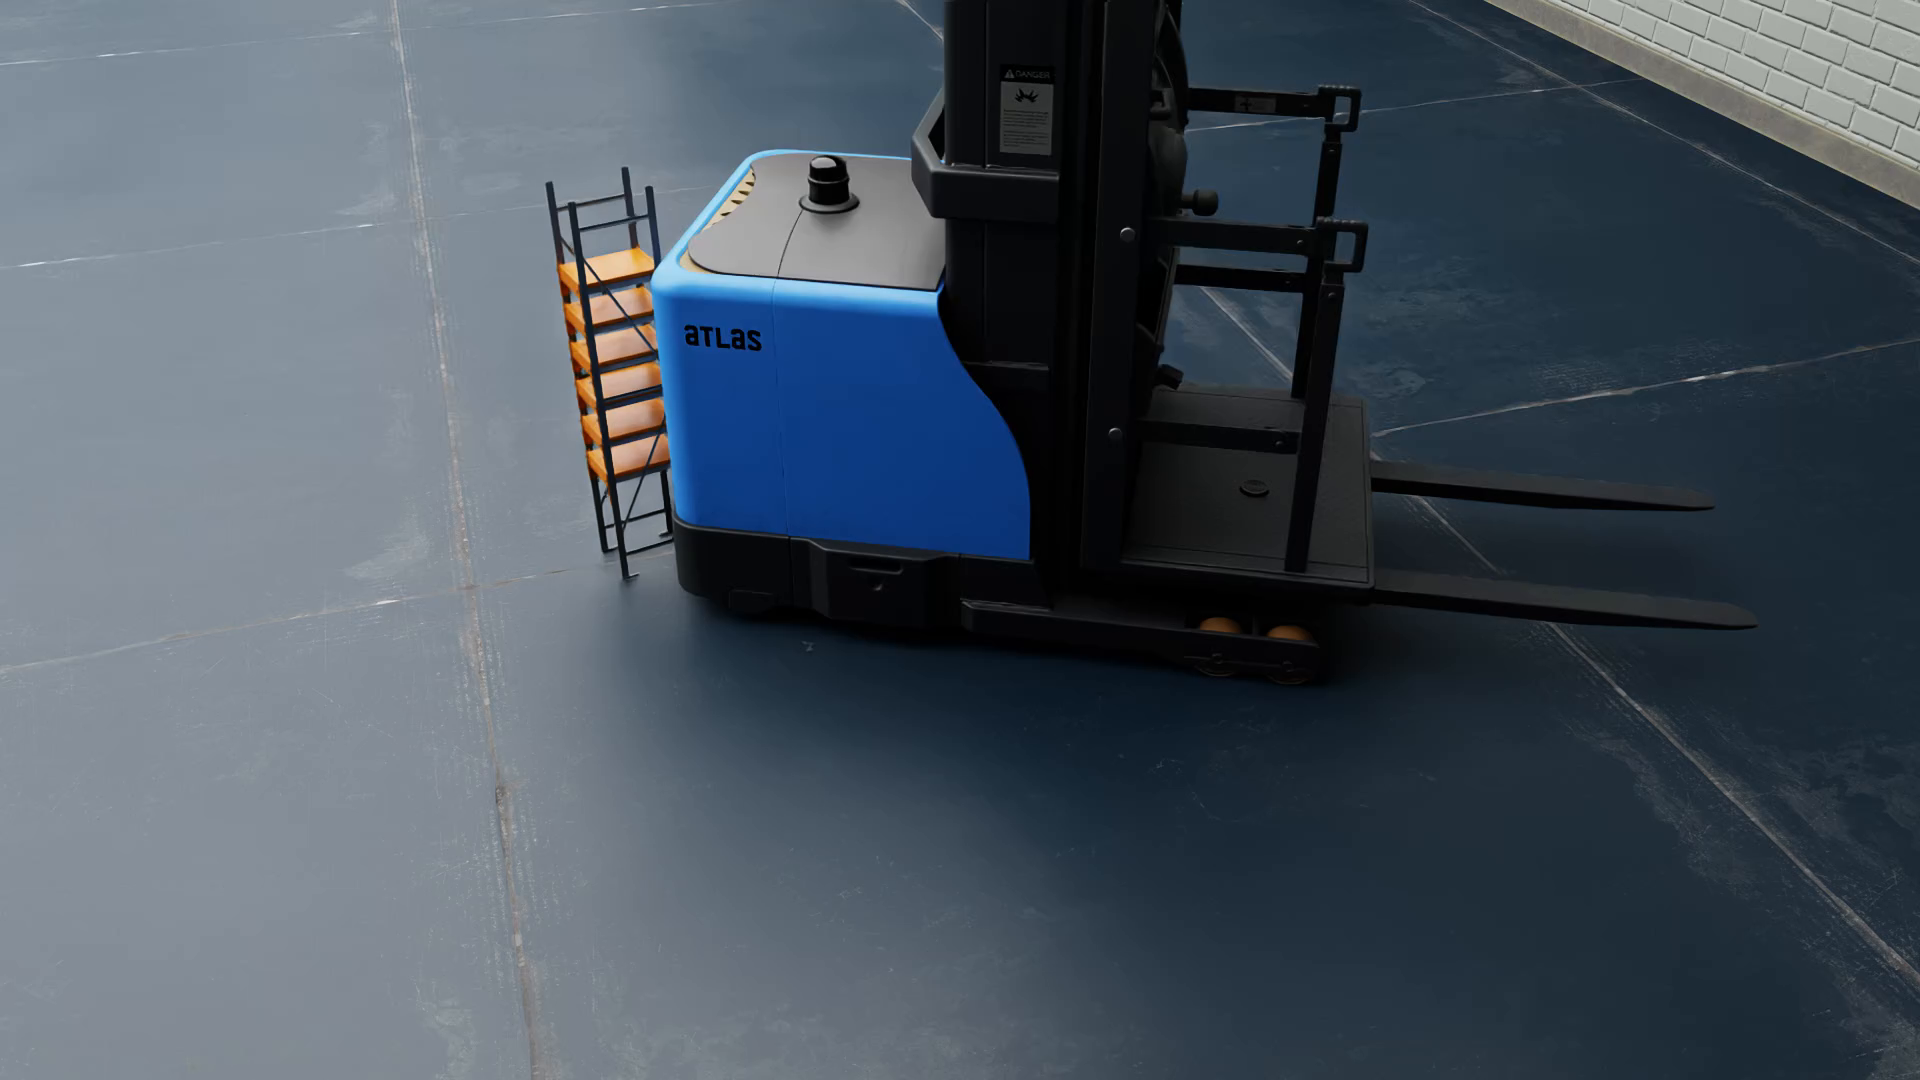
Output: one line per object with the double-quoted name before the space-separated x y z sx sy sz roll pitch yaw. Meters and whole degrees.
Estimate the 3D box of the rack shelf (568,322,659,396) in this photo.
"rack shelf" -0.979 -0.527 4.817 0.258 0.103 0.180 -18 36 -25

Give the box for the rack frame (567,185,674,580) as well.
"rack frame" -0.931 -0.422 4.790 0.240 1.200 0.006 -18 36 -25

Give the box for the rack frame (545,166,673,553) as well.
"rack frame" -1.024 -0.504 4.925 0.240 1.200 0.006 -18 36 -25

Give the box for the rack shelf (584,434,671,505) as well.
"rack shelf" -0.973 -0.222 5.008 0.258 0.103 0.180 -18 36 -25

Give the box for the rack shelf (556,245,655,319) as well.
"rack shelf" -0.983 -0.731 4.690 0.258 0.103 0.180 -18 36 -25

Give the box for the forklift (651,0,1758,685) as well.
"forklift" 0.731 -1.138 4.313 3.031 2.935 1.130 6 34 9

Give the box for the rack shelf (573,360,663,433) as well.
"rack shelf" -0.977 -0.425 4.881 0.258 0.103 0.180 -18 36 -25

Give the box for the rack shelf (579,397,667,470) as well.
"rack shelf" -0.975 -0.324 4.944 0.258 0.103 0.180 -18 36 -25

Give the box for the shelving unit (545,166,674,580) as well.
"shelving unit" -0.978 -0.463 4.857 0.258 1.200 0.189 -18 36 -25

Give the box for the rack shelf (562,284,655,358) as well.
"rack shelf" -0.981 -0.629 4.754 0.258 0.103 0.180 -18 36 -25
